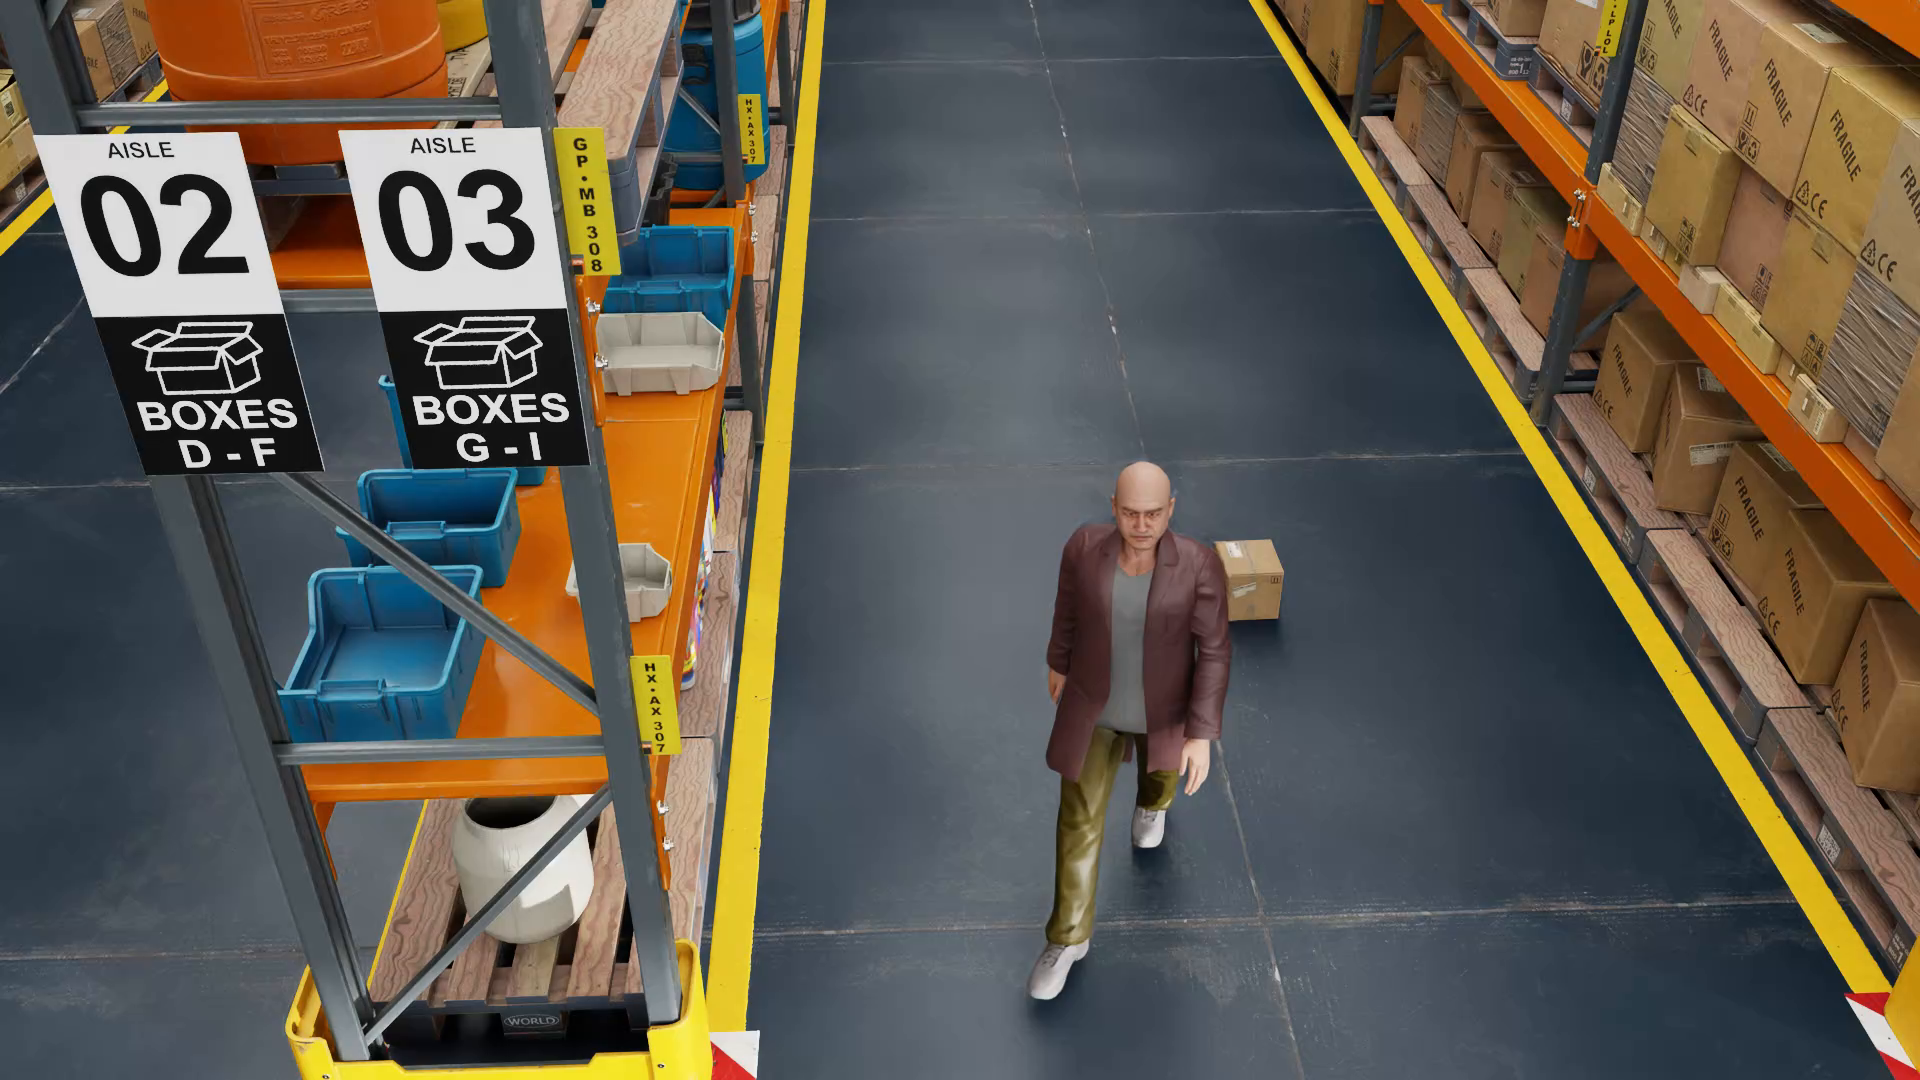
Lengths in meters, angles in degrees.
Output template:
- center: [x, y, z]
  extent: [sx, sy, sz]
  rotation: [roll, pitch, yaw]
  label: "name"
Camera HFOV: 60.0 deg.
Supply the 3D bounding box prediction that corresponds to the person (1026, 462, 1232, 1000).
- center: [0.543, 0.544, 5.360]
  extent: [0.613, 1.712, 1.148]
  rotation: [7, 35, 10]
  label: "person"
